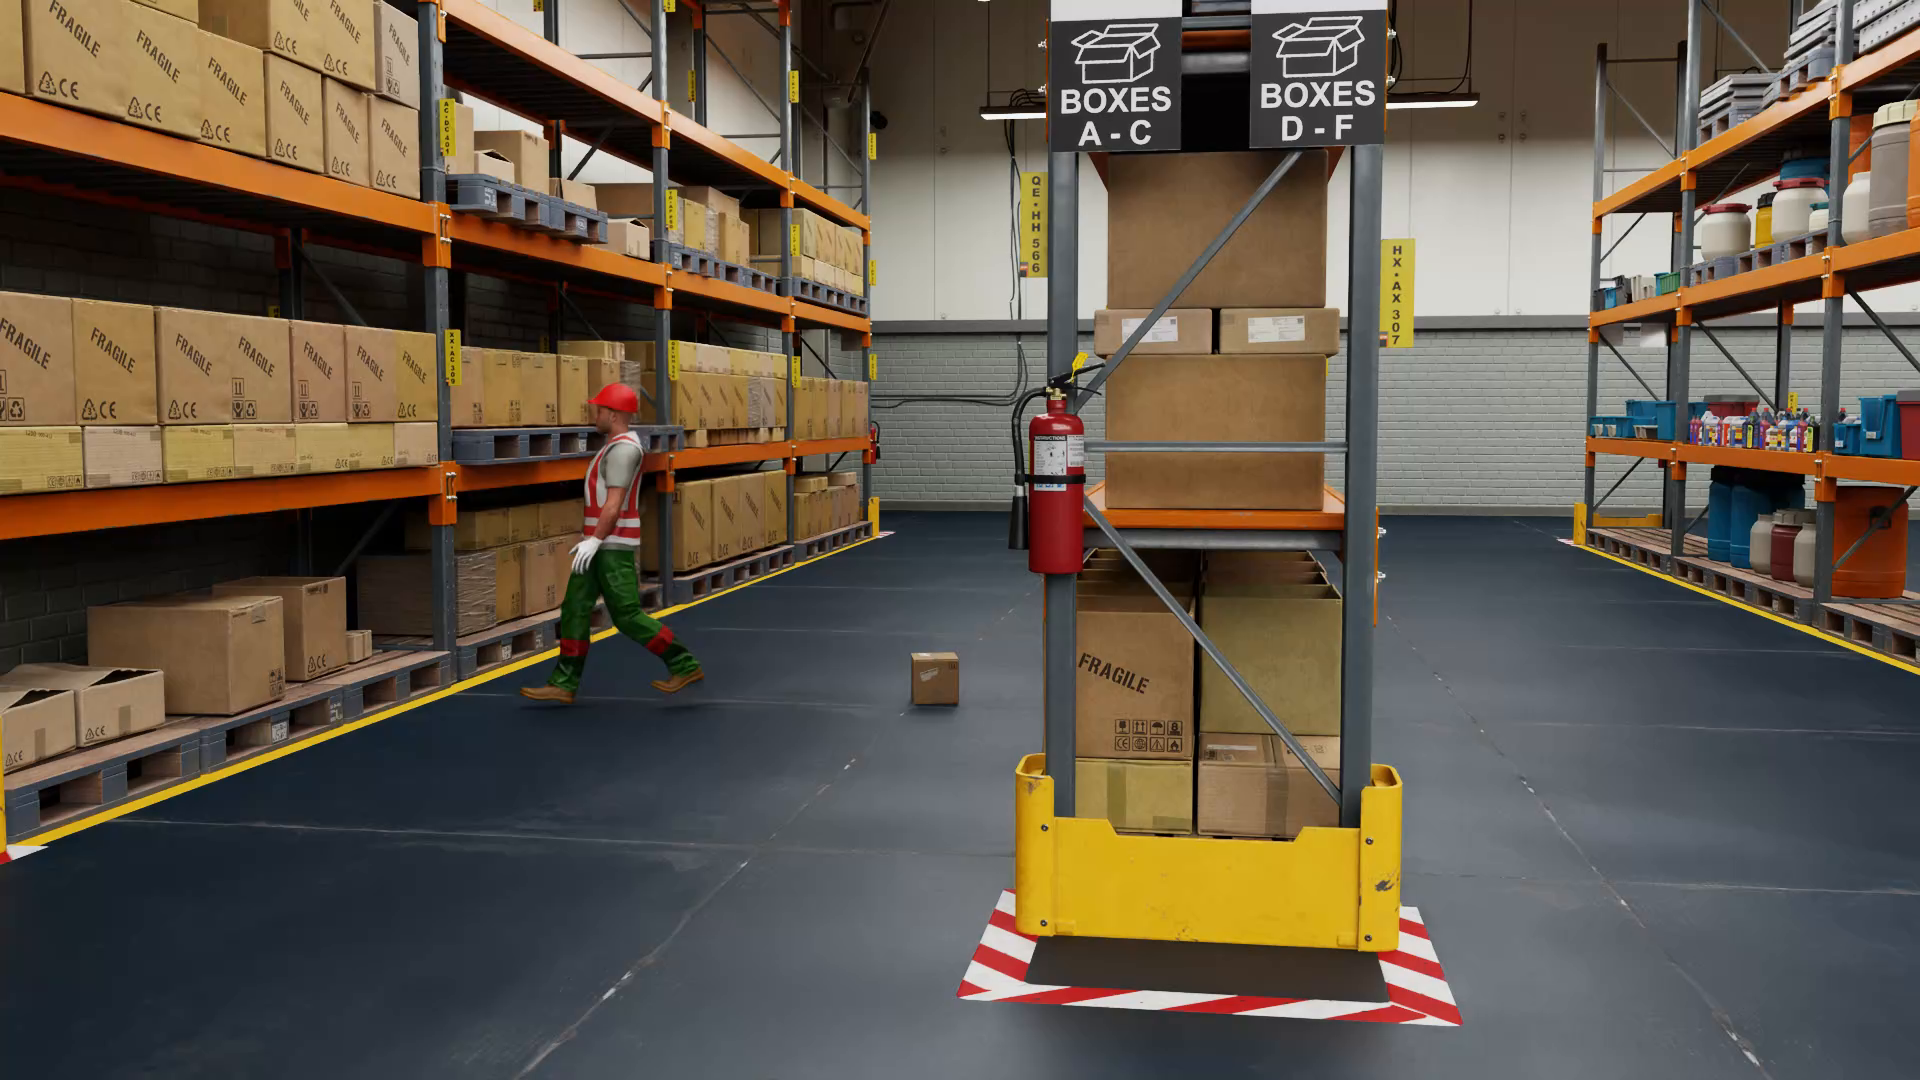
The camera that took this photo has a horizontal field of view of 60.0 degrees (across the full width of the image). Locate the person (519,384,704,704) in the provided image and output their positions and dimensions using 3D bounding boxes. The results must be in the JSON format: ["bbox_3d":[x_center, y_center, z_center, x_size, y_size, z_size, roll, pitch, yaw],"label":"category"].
[{"bbox_3d":[-1.906,0.030,9.057,0.990,1.756,0.553,-1,5,-16],"label":"person"}]
